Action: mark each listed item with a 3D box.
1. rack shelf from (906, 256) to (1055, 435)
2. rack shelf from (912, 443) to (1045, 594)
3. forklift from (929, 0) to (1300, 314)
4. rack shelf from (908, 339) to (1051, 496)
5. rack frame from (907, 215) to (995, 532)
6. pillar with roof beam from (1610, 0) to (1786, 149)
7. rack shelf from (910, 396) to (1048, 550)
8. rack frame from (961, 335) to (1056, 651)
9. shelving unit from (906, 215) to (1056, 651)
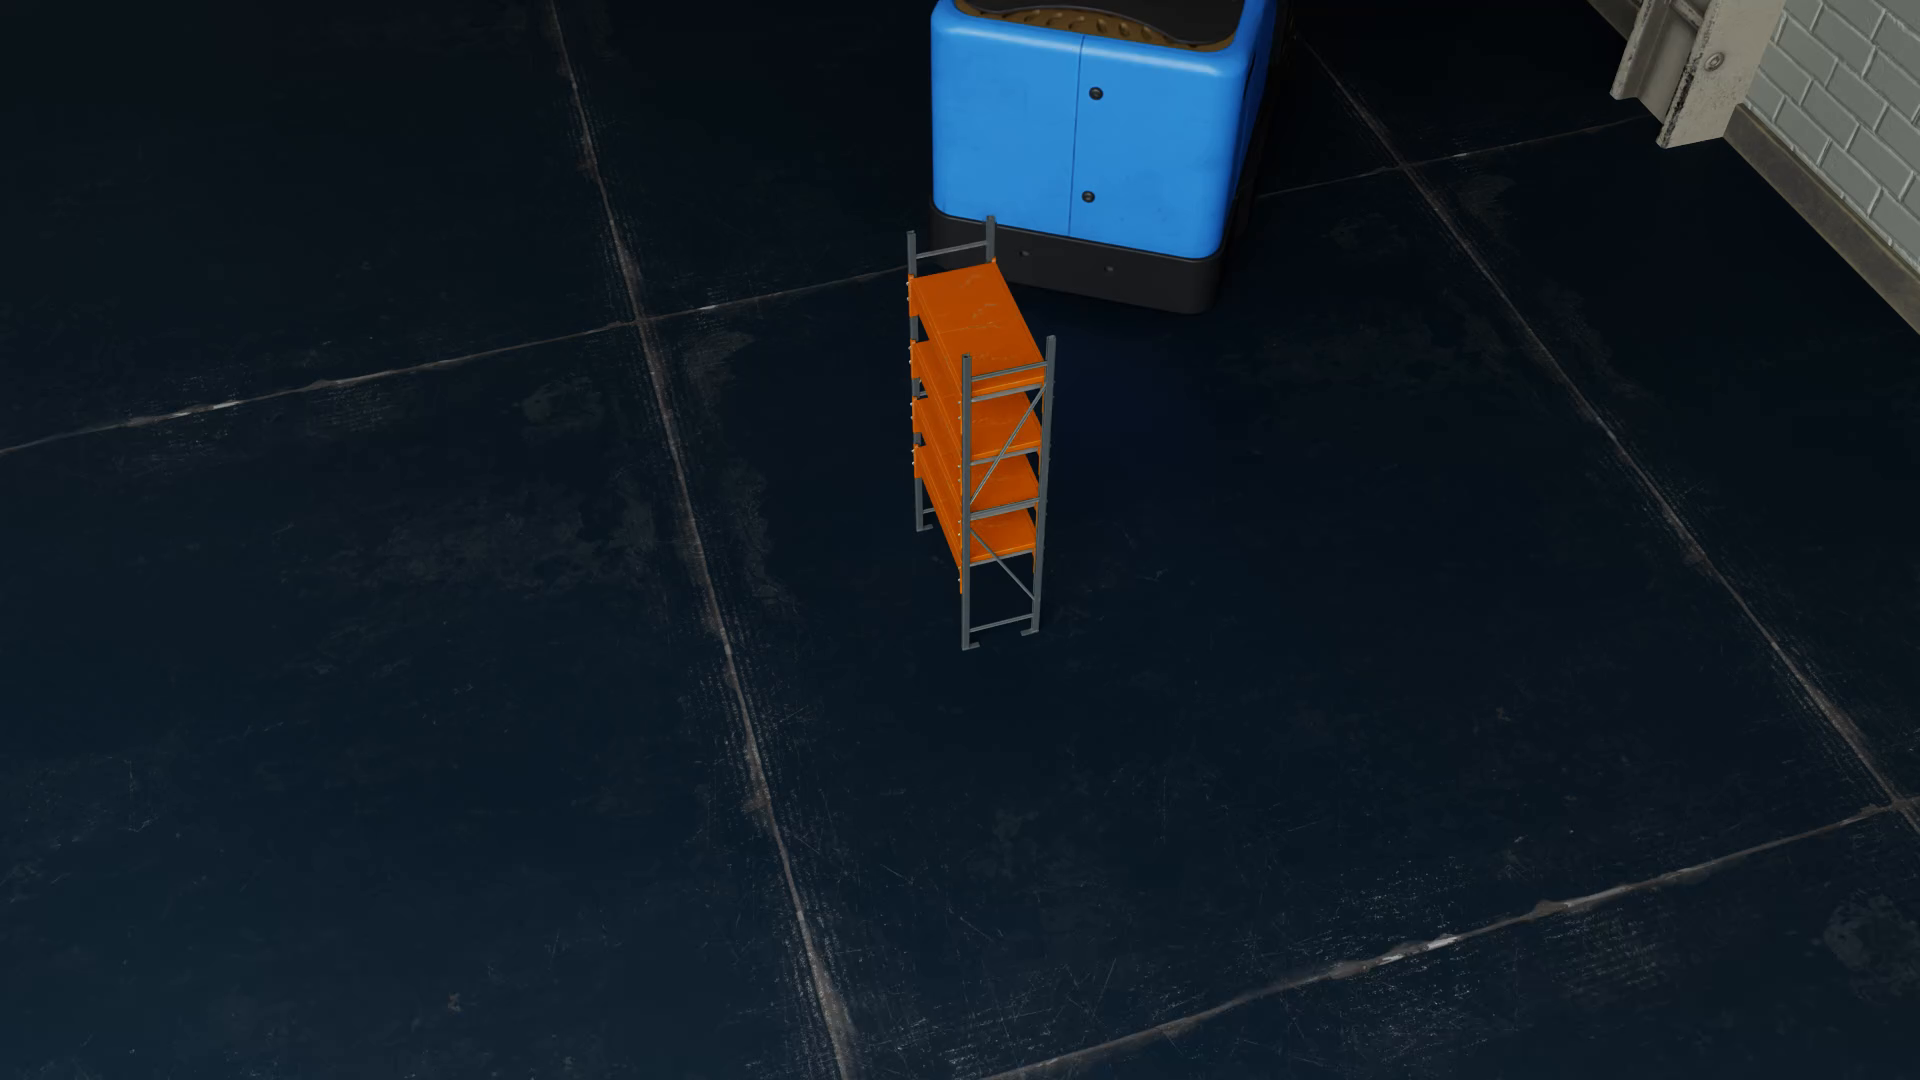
[{"bbox_3d":[0.049,-0.519,4.389,0.258,0.148,0.480,-13,51,-11],"label":"rack shelf"},{"bbox_3d":[0.049,-0.094,4.893,0.258,0.148,0.480,-13,51,-11],"label":"rack shelf"},{"bbox_3d":[0.781,-2.892,5.771,1.130,2.935,3.031,12,51,10],"label":"forklift"},{"bbox_3d":[0.049,-0.367,4.570,0.258,0.148,0.480,-13,51,-11],"label":"rack shelf"},{"bbox_3d":[-0.023,-0.444,4.840,0.240,1.200,0.015,-13,51,-11],"label":"rack frame"},{"bbox_3d":[-1.256,-3.647,2.439,9.100,9.000,0.400,-13,51,-11],"label":"pillar with roof beam"},{"bbox_3d":[0.049,-0.222,4.741,0.258,0.148,0.480,-13,51,-11],"label":"rack shelf"},{"bbox_3d":[0.121,-0.088,4.539,0.240,1.200,0.015,-13,51,-11],"label":"rack frame"},{"bbox_3d":[0.049,-0.266,4.689,0.258,1.200,0.503,-13,51,-11],"label":"shelving unit"}]
